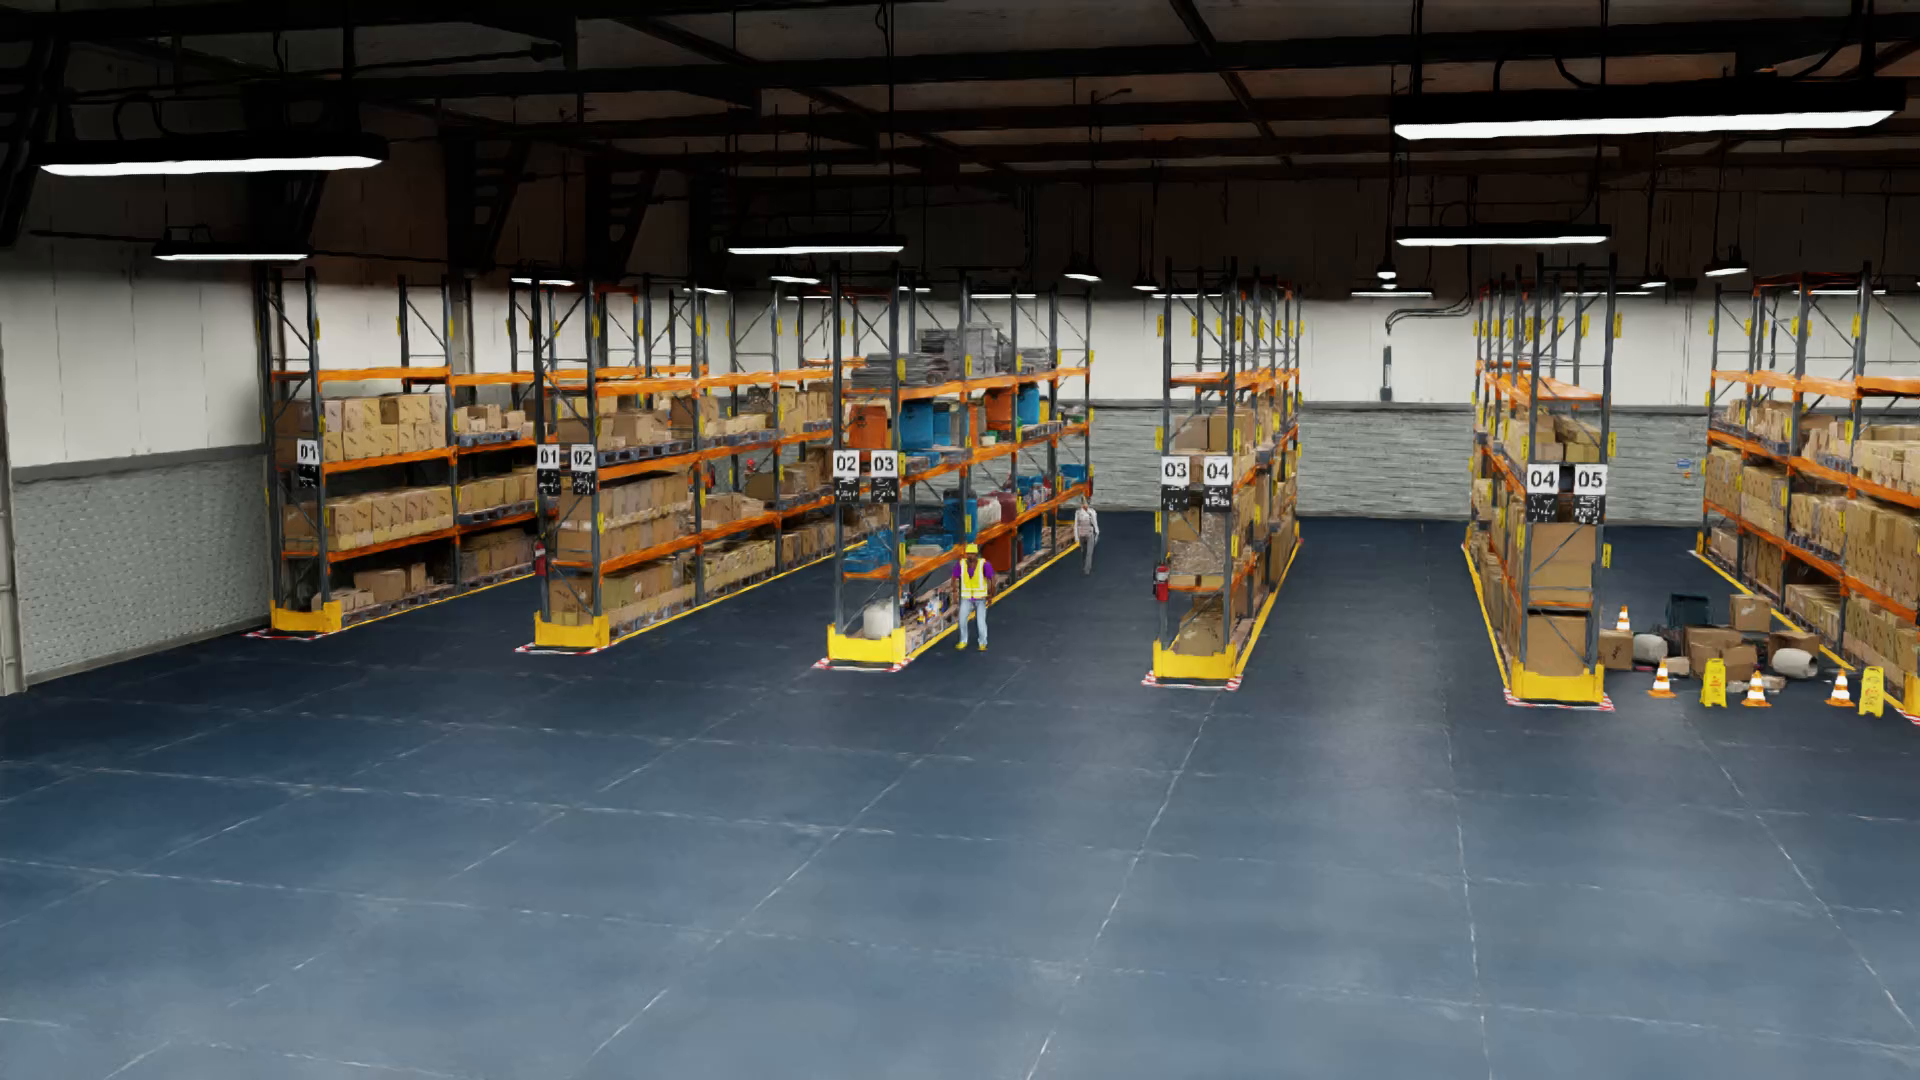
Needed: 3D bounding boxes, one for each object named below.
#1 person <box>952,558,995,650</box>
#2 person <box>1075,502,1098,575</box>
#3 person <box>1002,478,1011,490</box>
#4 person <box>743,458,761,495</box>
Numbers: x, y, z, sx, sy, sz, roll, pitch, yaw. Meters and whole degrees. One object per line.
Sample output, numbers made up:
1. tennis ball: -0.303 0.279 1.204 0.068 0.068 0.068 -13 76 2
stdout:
1. person: 0.203 0.995 25.908 0.690 1.489 0.394 2 7 12
2. person: 2.575 -0.101 34.034 0.451 1.556 1.086 2 8 17
3. person: 1.138 -0.648 38.310 0.644 1.563 0.663 5 9 35
4. person: -5.284 -1.226 42.319 0.567 1.736 1.043 2 7 14
